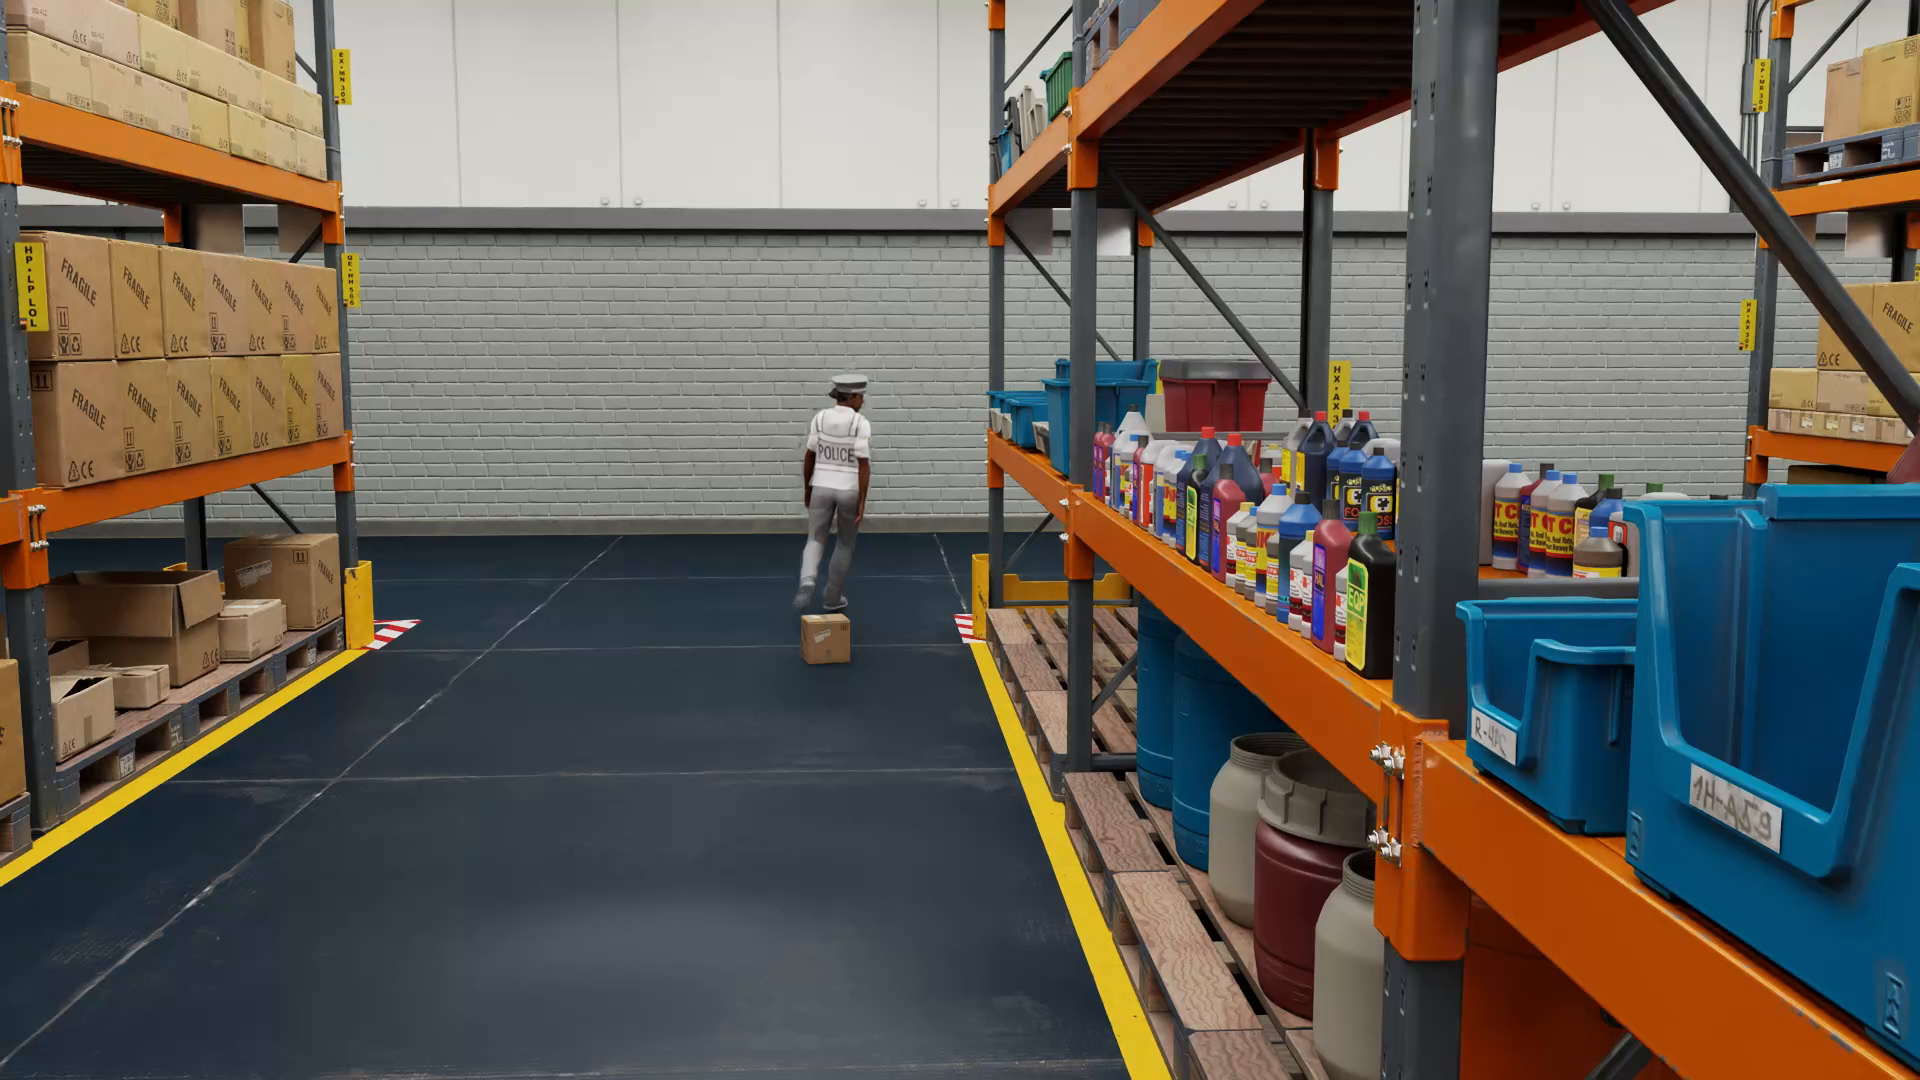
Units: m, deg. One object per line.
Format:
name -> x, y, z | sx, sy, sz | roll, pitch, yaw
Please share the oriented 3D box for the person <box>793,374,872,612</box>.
person -> -0.840, -0.301, 11.195 | 0.525, 1.623, 0.785 | 1, 7, 11
